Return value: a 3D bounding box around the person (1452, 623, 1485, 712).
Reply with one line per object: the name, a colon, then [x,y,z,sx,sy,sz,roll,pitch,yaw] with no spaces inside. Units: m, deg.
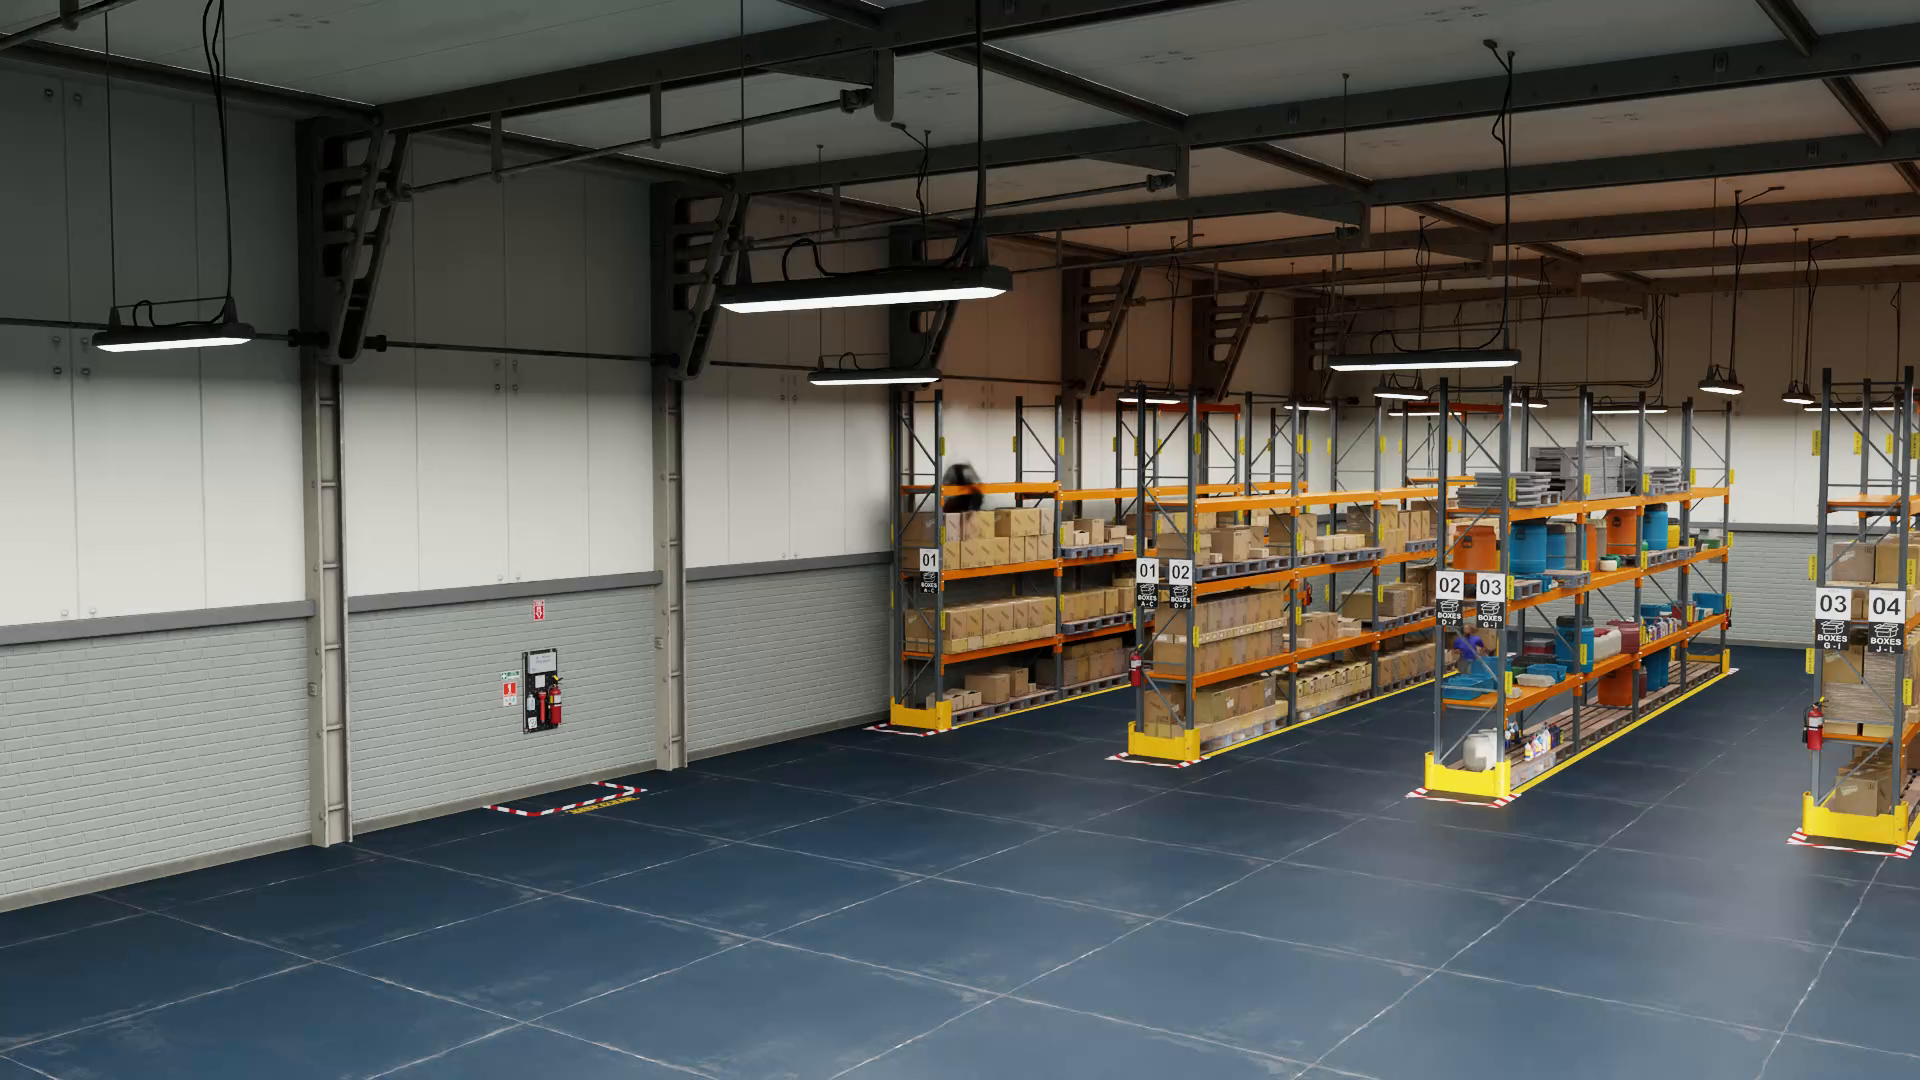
person: [9.643,2.415,31.594,0.558,1.674,0.760,2,4,31]
